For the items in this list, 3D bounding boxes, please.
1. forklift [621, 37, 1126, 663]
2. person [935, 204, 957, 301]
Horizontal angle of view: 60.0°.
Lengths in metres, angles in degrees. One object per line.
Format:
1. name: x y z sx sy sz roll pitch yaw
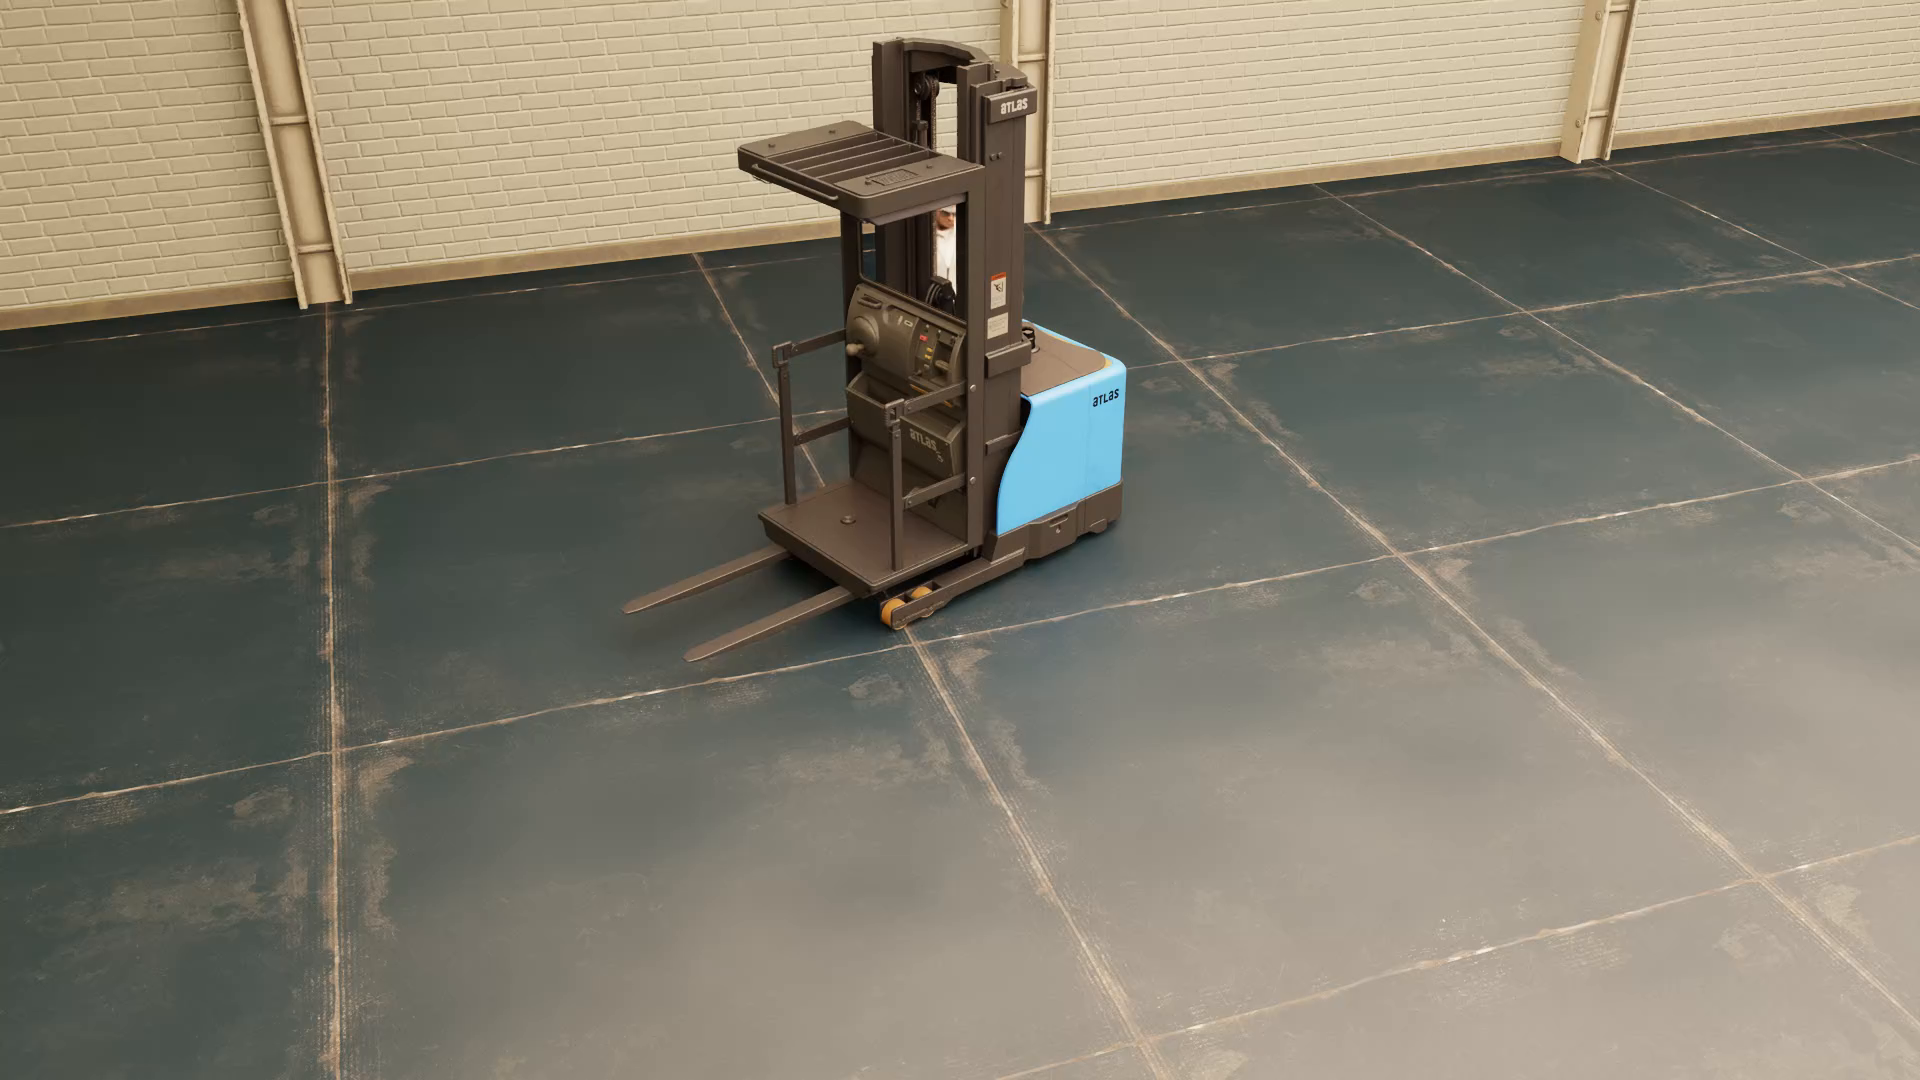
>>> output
1. forklift: -0.461 -1.072 8.951 3.031 2.935 1.130 -23 37 -34
2. person: -0.124 -1.503 10.887 0.674 1.756 0.476 -15 33 -25
